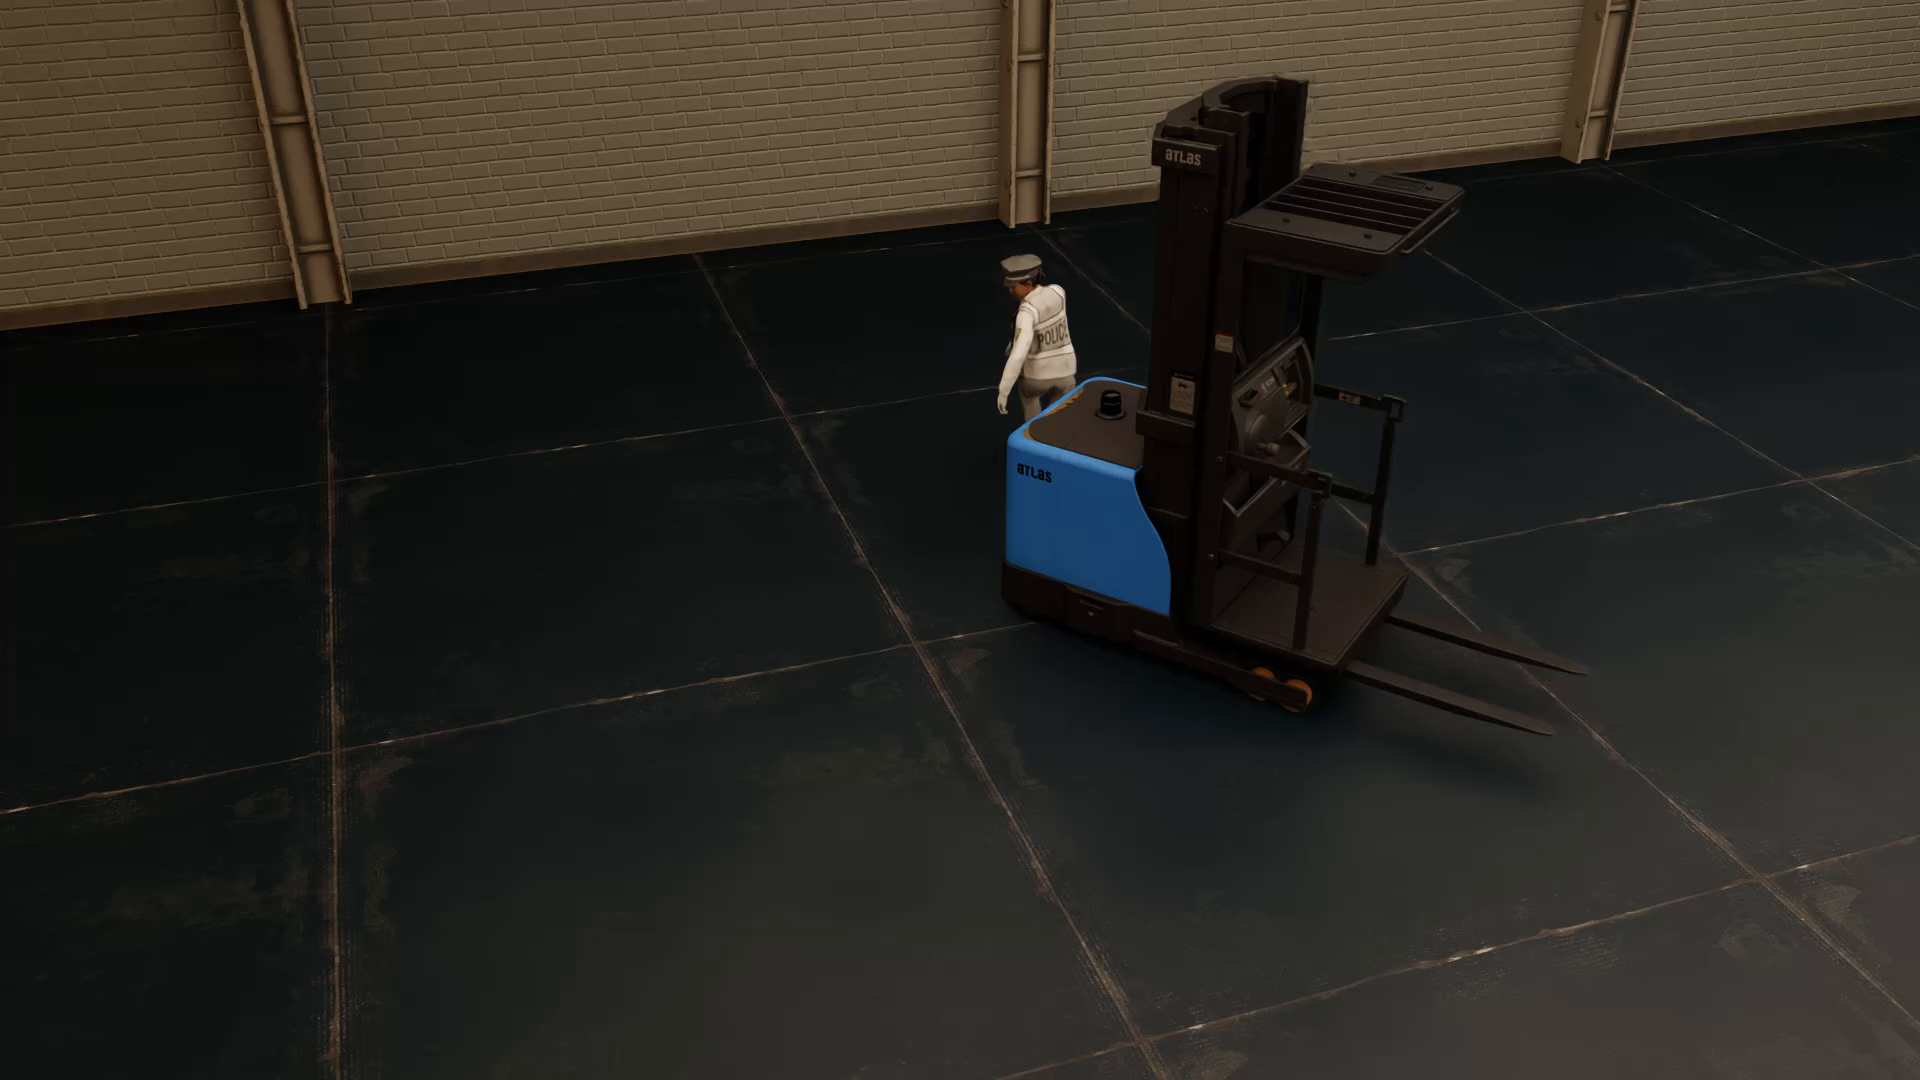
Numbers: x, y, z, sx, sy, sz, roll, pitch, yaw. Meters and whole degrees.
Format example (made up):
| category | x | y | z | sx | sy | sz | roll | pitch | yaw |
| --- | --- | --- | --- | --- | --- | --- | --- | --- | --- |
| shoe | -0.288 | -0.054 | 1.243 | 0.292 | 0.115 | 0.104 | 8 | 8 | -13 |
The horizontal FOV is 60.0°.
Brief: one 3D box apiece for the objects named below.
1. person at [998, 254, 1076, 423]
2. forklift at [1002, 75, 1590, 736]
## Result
| category | x | y | z | sx | sy | sz | roll | pitch | yaw |
| --- | --- | --- | --- | --- | --- | --- | --- | --- | --- |
| person | 0.461 | -1.067 | 10.485 | 0.564 | 1.449 | 0.842 | -8 | 31 | -13 |
| forklift | 1.749 | -0.694 | 8.293 | 3.031 | 2.935 | 1.130 | 18 | 34 | 28 |
